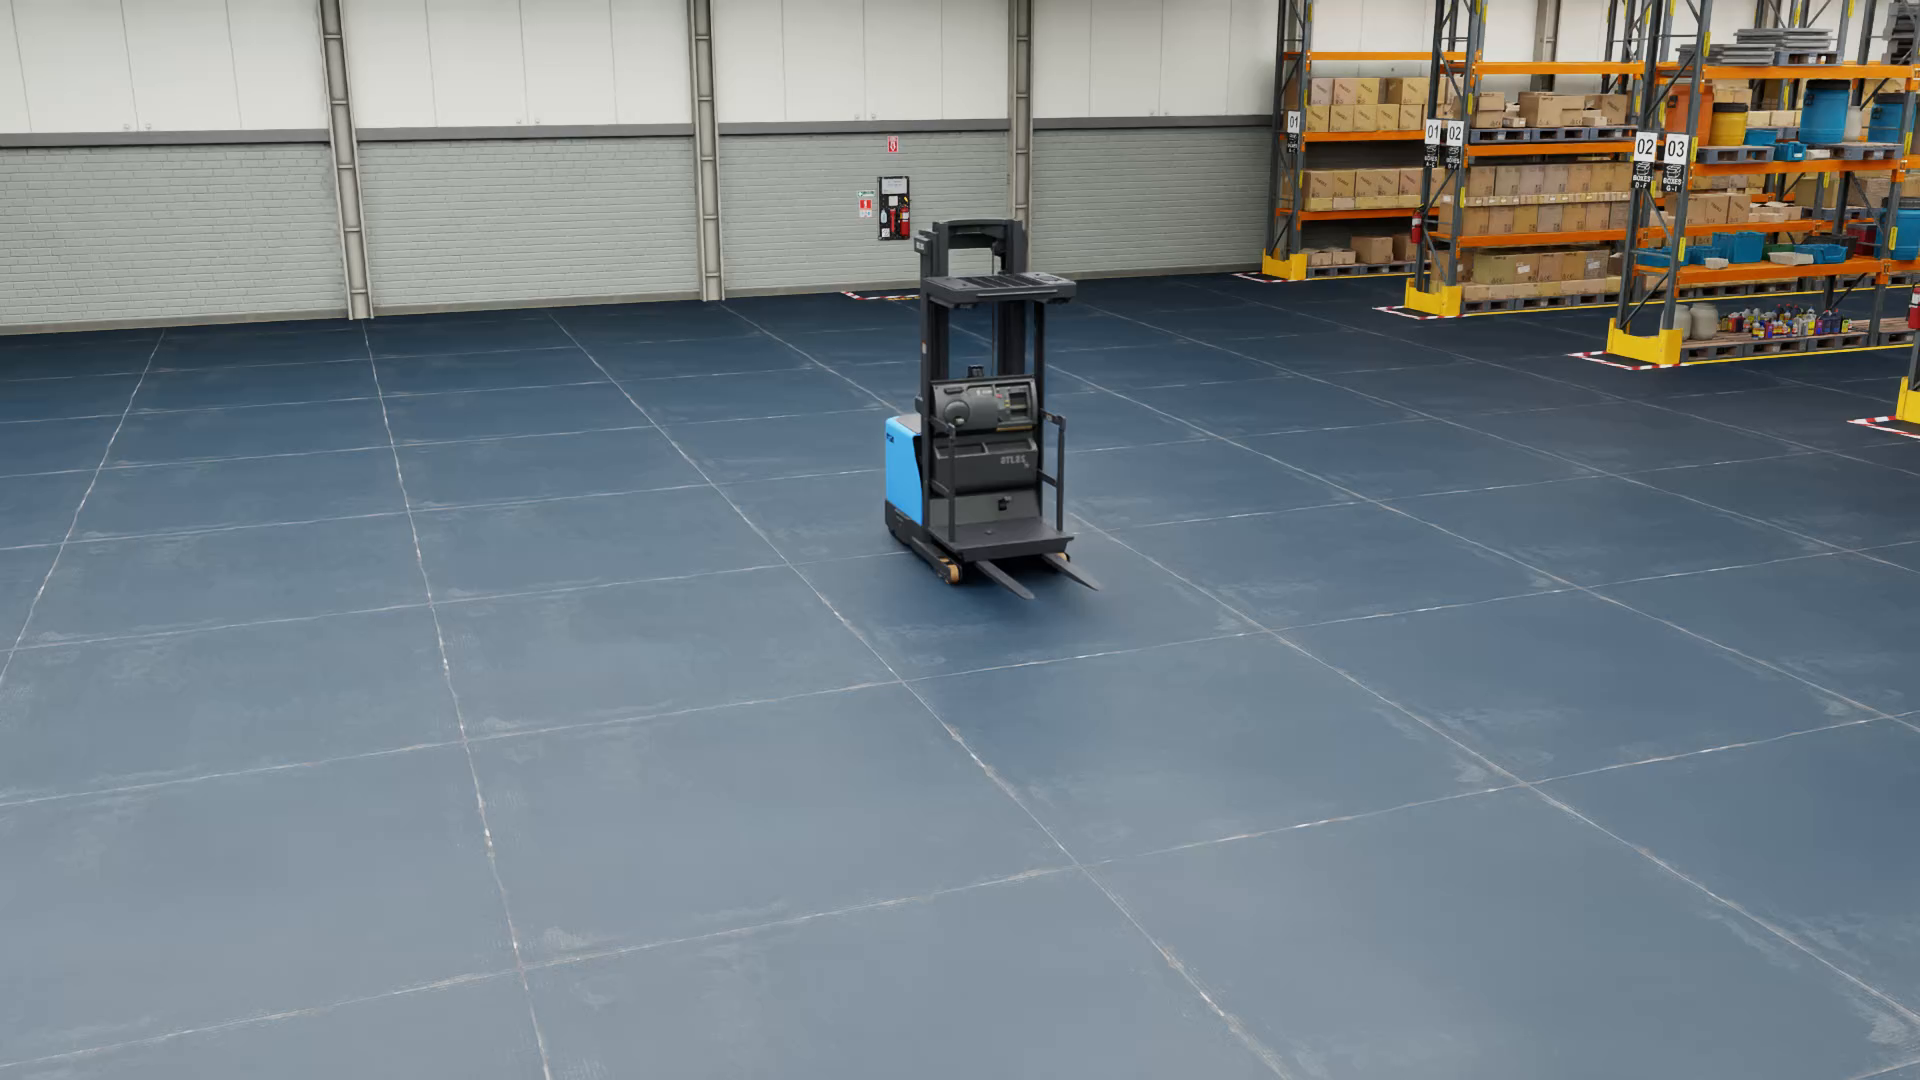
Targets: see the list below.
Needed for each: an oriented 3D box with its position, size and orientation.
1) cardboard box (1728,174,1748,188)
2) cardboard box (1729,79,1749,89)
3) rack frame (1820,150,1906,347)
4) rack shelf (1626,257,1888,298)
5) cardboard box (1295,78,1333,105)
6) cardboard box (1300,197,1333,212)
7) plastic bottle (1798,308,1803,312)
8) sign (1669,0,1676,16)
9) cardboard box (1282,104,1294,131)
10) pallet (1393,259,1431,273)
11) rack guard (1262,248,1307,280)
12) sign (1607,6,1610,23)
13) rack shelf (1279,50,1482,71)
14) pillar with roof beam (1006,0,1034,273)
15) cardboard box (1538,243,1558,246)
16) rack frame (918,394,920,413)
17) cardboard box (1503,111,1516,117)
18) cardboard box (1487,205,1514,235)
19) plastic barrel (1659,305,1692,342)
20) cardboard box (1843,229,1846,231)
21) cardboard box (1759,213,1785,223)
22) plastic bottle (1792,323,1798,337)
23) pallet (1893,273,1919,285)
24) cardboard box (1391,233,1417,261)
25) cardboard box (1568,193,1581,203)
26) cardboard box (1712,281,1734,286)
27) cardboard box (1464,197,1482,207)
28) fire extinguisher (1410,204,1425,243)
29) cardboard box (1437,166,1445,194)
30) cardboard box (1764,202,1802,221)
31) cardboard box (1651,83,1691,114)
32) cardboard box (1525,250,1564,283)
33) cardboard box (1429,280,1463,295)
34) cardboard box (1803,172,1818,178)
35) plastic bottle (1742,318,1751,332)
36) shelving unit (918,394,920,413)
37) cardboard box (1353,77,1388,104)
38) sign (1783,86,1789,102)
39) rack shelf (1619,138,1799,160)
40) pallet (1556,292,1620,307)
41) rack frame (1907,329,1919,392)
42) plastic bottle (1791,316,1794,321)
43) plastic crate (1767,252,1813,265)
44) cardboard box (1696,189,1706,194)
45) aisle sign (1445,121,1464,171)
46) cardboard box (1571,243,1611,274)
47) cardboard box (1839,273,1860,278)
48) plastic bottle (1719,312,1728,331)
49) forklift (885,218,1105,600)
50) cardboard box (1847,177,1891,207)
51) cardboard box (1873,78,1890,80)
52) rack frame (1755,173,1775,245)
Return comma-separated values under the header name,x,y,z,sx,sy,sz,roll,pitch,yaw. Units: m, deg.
name,x,y,z,sx,sy,sz,roll,pitch,yaw
cardboard box,16.778,-7.939,36.221,0.500,0.500,0.500,-6,17,-20
cardboard box,16.723,-9.910,36.060,0.500,0.250,0.500,-5,17,-16
rack frame,13.667,-4.493,25.226,0.127,3.000,1.000,-6,17,-20
rack shelf,11.799,-3.946,24.640,4.000,0.370,1.077,-6,17,-20
cardboard box,6.833,-8.648,32.063,0.500,0.500,0.500,-8,18,-24
cardboard box,6.956,-6.599,32.630,0.500,0.250,0.500,-7,18,-22
plastic bottle,12.920,-3.440,25.695,0.135,0.276,0.152,-5,17,-18
sign,12.073,-9.051,28.160,0.005,0.325,0.100,-6,17,-20
cardboard box,6.686,-8.302,32.659,0.500,0.500,0.500,-5,17,-16
pallet,9.507,-5.684,34.233,1.213,0.211,1.003,-6,17,-20
rack guard,6.458,-5.504,33.107,0.348,0.500,1.175,-6,17,-20
sign,13.655,-11.051,34.972,0.005,0.325,0.100,-6,17,-20
rack shelf,8.254,-9.429,32.672,4.000,0.370,1.077,-6,17,-20
pillar with roof beam,2.668,-8.135,26.982,0.400,9.000,9.100,-6,17,-20
cardboard box,12.227,-6.349,35.203,0.500,0.500,0.700,-6,17,-20
rack frame,-0.346,-0.771,15.743,0.015,1.200,0.240,-6,17,-20
cardboard box,9.144,-7.215,28.443,0.500,0.250,0.500,-6,17,-20
cardboard box,9.092,-5.539,28.611,0.500,0.500,0.700,-6,17,-19
plastic barrel,10.519,-3.184,24.438,0.421,0.512,0.421,0,16,0
cardboard box,19.773,-7.113,37.840,0.500,0.500,0.700,-7,18,-22
cardboard box,14.892,-5.916,30.517,0.250,0.149,0.380,-6,17,-20
plastic bottle,12.434,-3.134,24.785,0.097,0.201,0.097,0,16,0
pallet,18.622,-5.173,32.491,1.213,0.211,1.003,-6,17,-20
cardboard box,9.167,-5.996,34.000,0.500,0.500,0.500,-8,18,-24
cardboard box,10.534,-5.944,28.840,0.250,0.149,0.380,-6,17,-18
cardboard box,13.799,-4.809,30.438,0.500,0.250,0.500,-6,17,-19
cardboard box,8.606,-5.735,28.128,0.250,0.149,0.380,-6,18,-20
fire extinguisher,7.886,-5.466,28.678,0.183,0.674,0.296,-6,17,-20
cardboard box,9.791,-7.268,33.575,0.500,0.500,0.500,-6,17,-20
cardboard box,15.278,-6.132,30.965,0.500,0.311,0.500,-5,17,-17
cardboard box,12.488,-7.777,29.275,0.500,0.500,0.500,-6,17,-19
cardboard box,10.145,-4.781,29.012,0.500,0.500,0.500,-6,17,-20
cardboard box,8.558,-4.407,29.069,0.500,0.250,0.500,-6,17,-20
cardboard box,18.788,-8.172,37.224,0.700,0.700,0.980,-7,18,-21
plastic bottle,11.926,-3.260,25.212,0.097,0.201,0.097,0,16,0
shelving unit,-0.118,-0.796,15.826,0.503,1.200,0.258,-6,17,-20
cardboard box,8.142,-8.935,33.043,0.500,0.500,0.500,-6,17,-20
sign,17.795,-9.602,35.826,0.005,0.325,0.100,-6,17,-20
rack shelf,13.765,-7.092,30.030,4.000,0.370,1.077,-6,17,-20
pallet,11.140,-4.389,29.822,1.213,0.211,1.003,-6,17,-20
rack frame,11.704,-2.786,19.415,0.127,3.000,1.000,-6,17,-20
plastic bottle,12.496,-3.220,24.933,0.133,0.283,0.061,-6,17,-20
plastic crate,12.241,-4.136,24.478,0.437,0.136,0.530,-6,17,-20
cardboard box,15.924,-7.546,36.034,0.250,0.149,0.380,-6,17,-18
aisle sign,8.211,-6.553,27.628,0.004,0.787,0.394,-6,17,-20
cardboard box,11.353,-5.074,30.009,0.500,0.500,0.500,-6,17,-20
cardboard box,16.647,-5.236,31.413,0.500,0.500,0.500,-7,18,-22
plastic bottle,11.592,-3.314,25.253,0.133,0.283,0.061,-6,17,-19
forklift,0.296,-1.168,14.024,1.130,2.935,3.031,-6,17,-20
cardboard box,17.103,-6.584,31.425,0.500,0.500,0.700,-3,17,-10
cardboard box,20.270,-10.093,36.984,0.500,0.500,0.500,-6,17,-18
rack frame,17.592,-7.906,36.849,0.127,3.000,1.000,-6,17,-20
